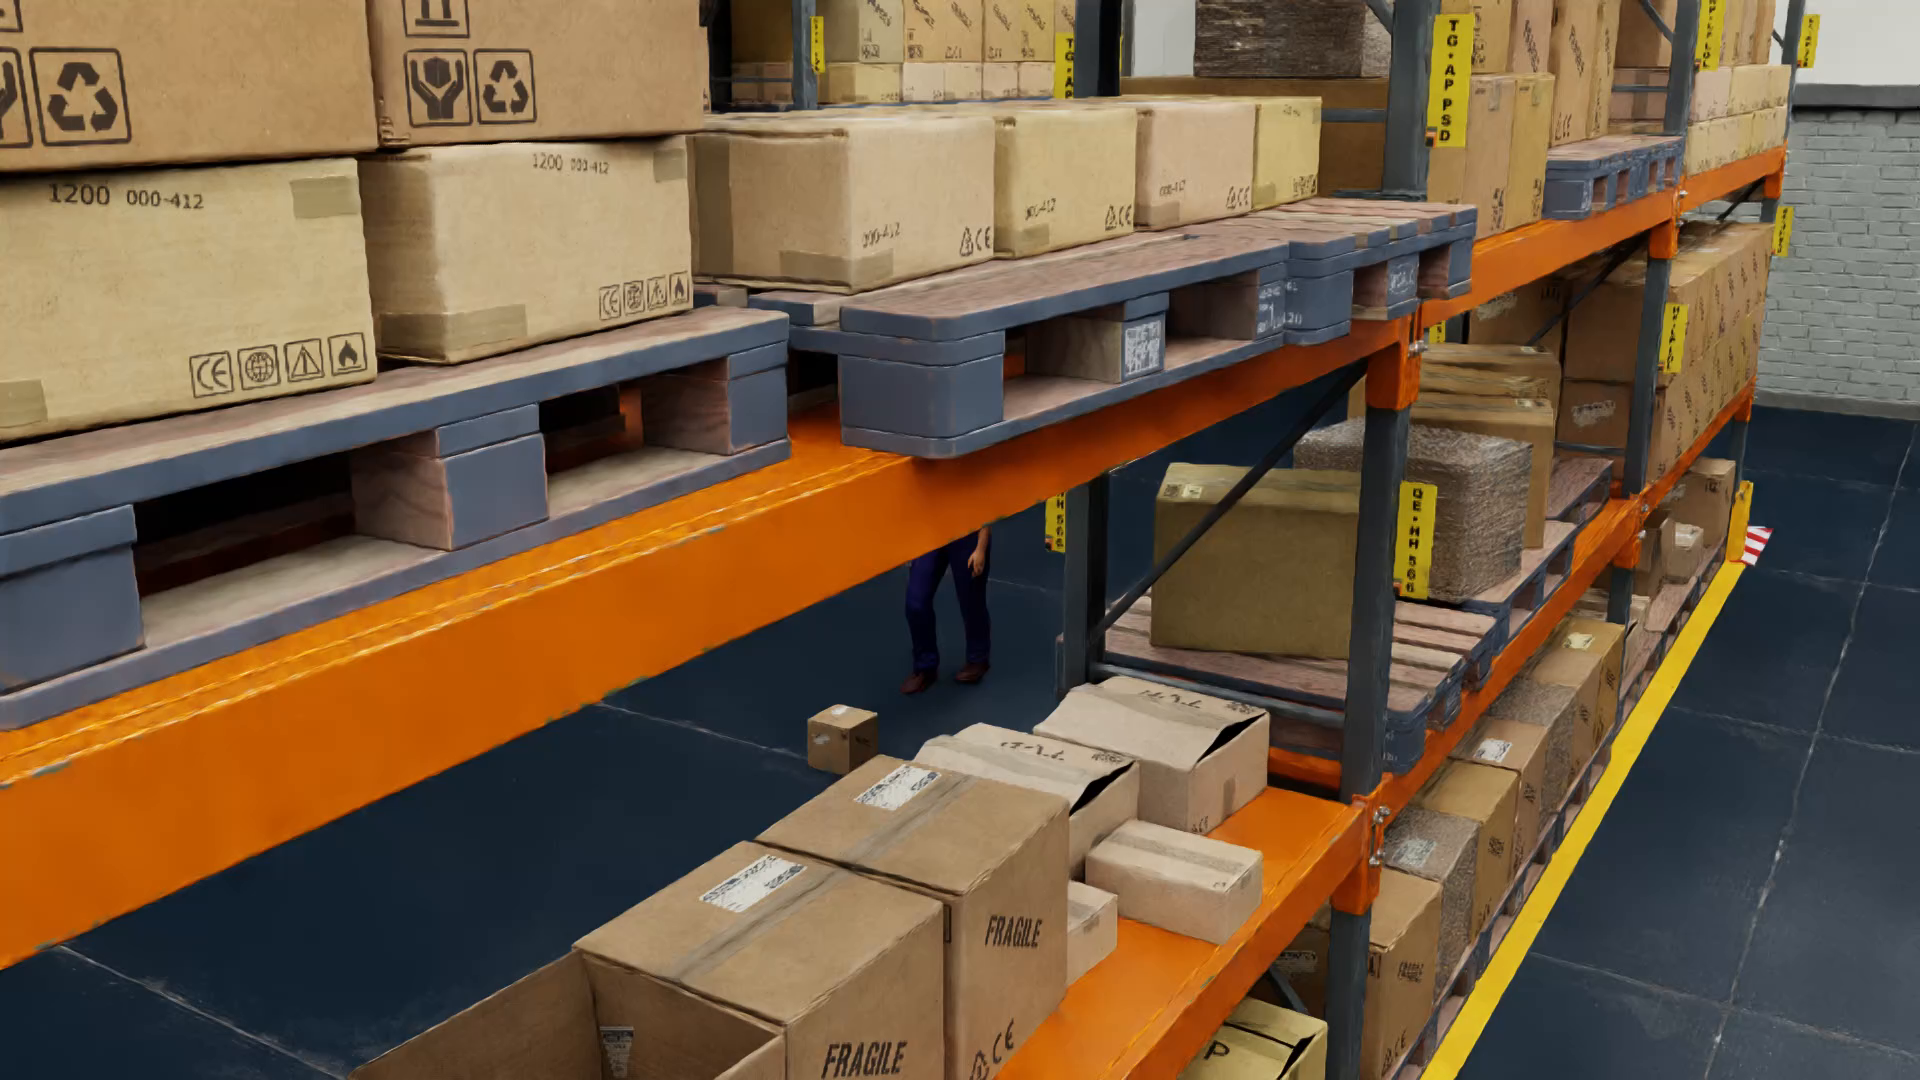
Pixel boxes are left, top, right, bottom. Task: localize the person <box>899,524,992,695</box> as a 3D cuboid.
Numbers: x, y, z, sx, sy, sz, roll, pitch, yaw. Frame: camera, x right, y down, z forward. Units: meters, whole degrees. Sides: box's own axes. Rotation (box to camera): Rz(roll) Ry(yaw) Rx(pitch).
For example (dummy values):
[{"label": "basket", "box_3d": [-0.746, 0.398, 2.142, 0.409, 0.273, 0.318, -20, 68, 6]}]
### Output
[{"label": "person", "box_3d": [-0.021, 0.030, 9.033, 0.501, 1.652, 0.552, 7, 18, 24]}]
